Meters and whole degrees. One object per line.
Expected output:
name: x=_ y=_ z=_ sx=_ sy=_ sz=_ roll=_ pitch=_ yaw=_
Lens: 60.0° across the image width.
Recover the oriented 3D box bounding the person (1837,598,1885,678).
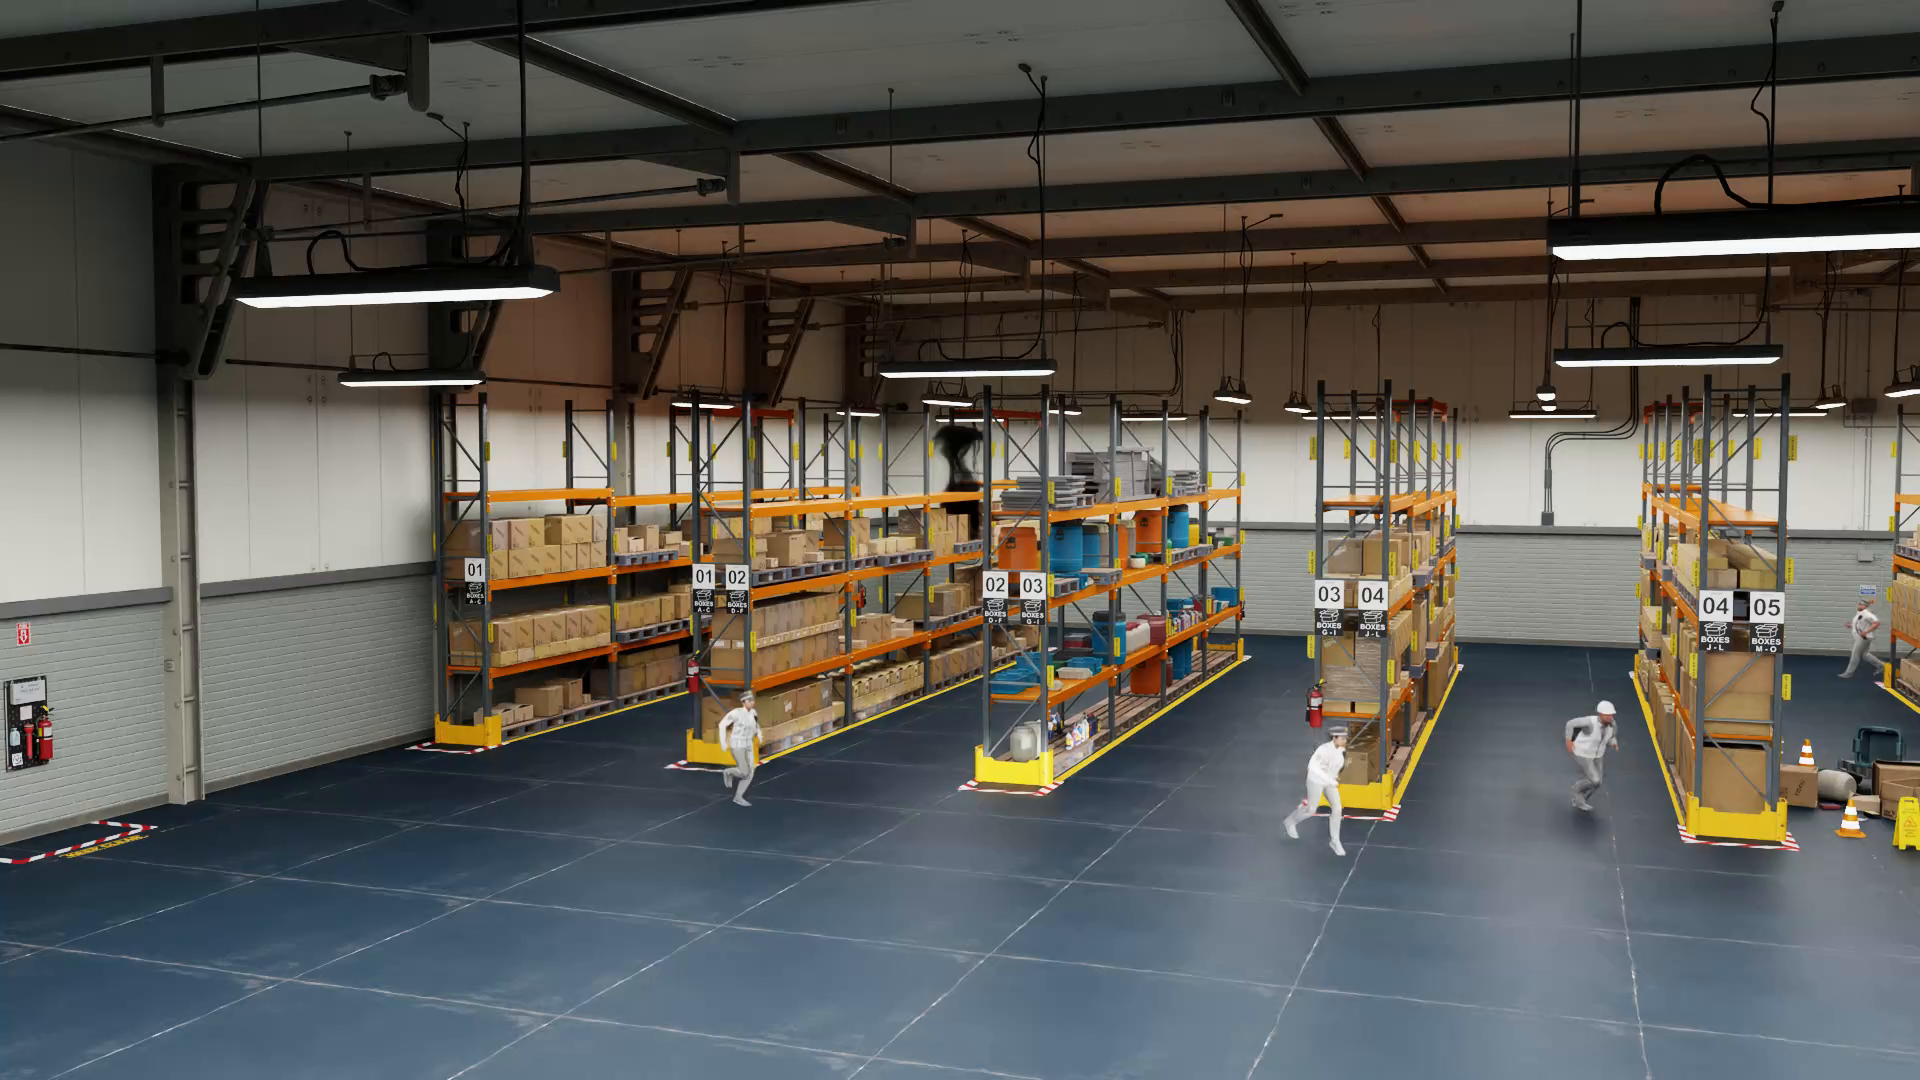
person: x=19.858 y=2.159 z=36.551 sx=0.994 sy=1.789 sz=0.667 roll=1 pitch=3 yaw=17

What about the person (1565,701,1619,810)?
person: x=8.708 y=2.982 z=22.944 sx=0.684 sy=1.598 sz=0.854 roll=-1 pitch=3 yaw=-16

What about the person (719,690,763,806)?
person: x=-3.097 y=2.943 z=23.602 sx=0.644 sy=1.650 sz=0.653 roll=3 pitch=4 yaw=41

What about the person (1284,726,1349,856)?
person: x=4.505 y=3.110 z=20.990 sx=0.655 sy=1.624 sz=0.978 roll=-3 pitch=4 yaw=-41
